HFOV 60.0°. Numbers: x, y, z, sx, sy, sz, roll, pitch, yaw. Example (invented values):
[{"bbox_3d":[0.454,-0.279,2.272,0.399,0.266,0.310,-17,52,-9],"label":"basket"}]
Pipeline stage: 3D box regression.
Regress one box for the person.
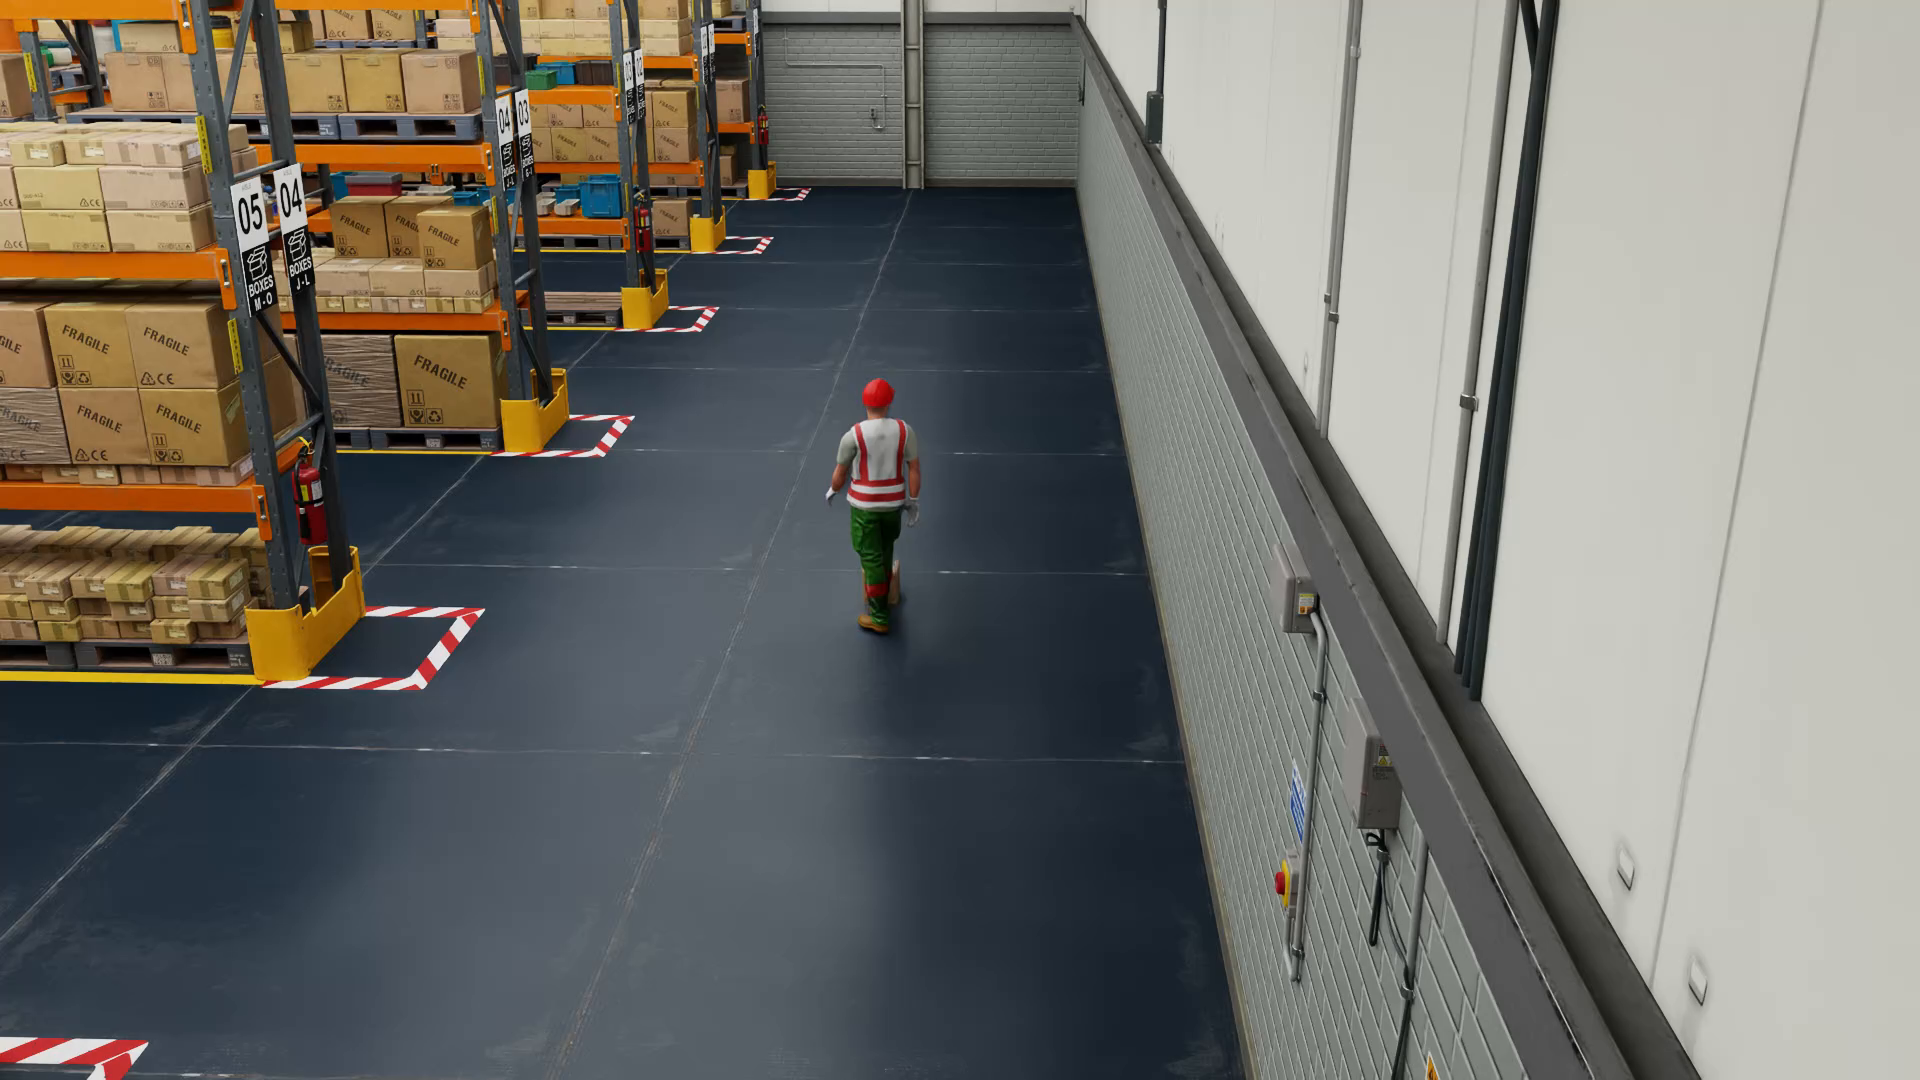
[{"bbox_3d":[-0.607,-0.241,11.529,0.560,1.857,0.608,-9,22,-23],"label":"person"}]
